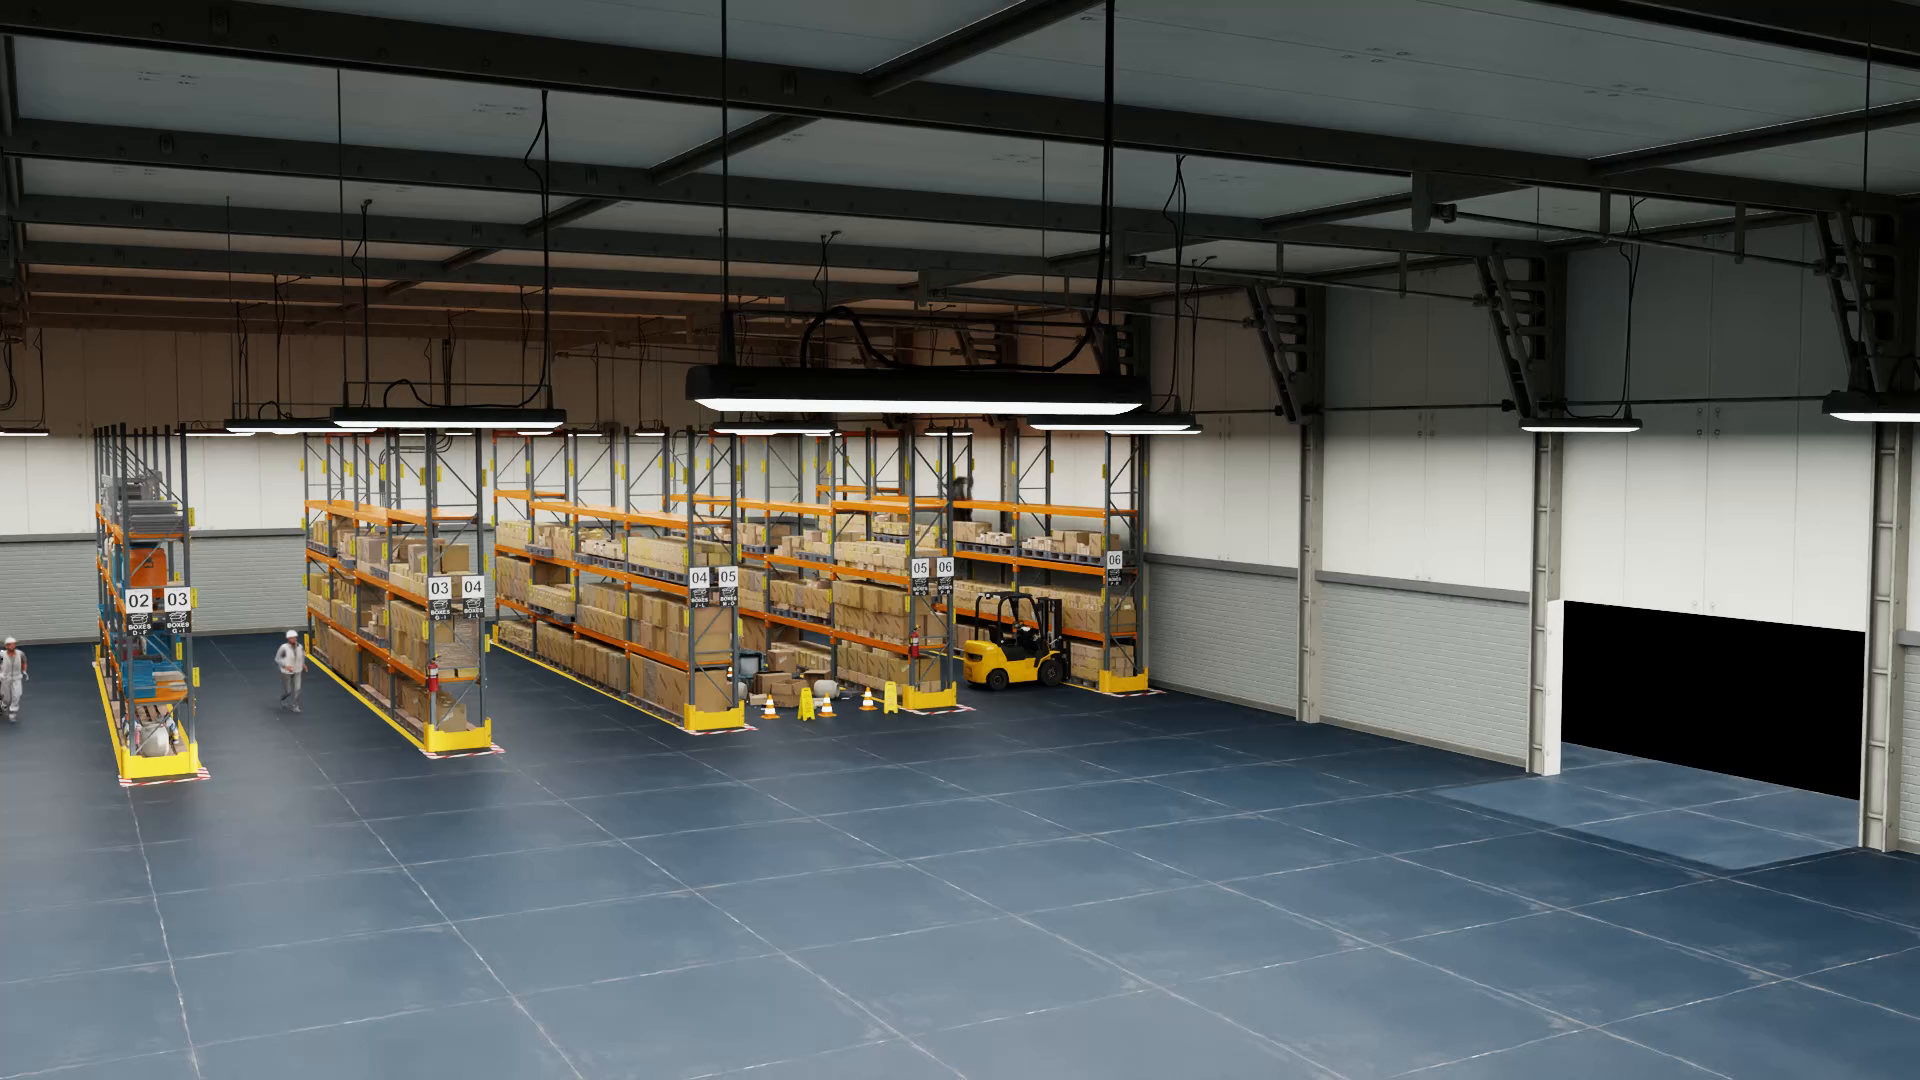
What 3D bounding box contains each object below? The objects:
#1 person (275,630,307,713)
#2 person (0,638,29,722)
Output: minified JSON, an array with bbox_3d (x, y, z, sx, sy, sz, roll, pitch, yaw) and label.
[{"bbox_3d":[-14.104,2.749,34.972,0.658,1.729,0.774,-3,5,-44],"label":"person"},{"bbox_3d":[-19.271,2.828,33.718,0.653,1.733,0.714,-3,5,-40],"label":"person"}]
